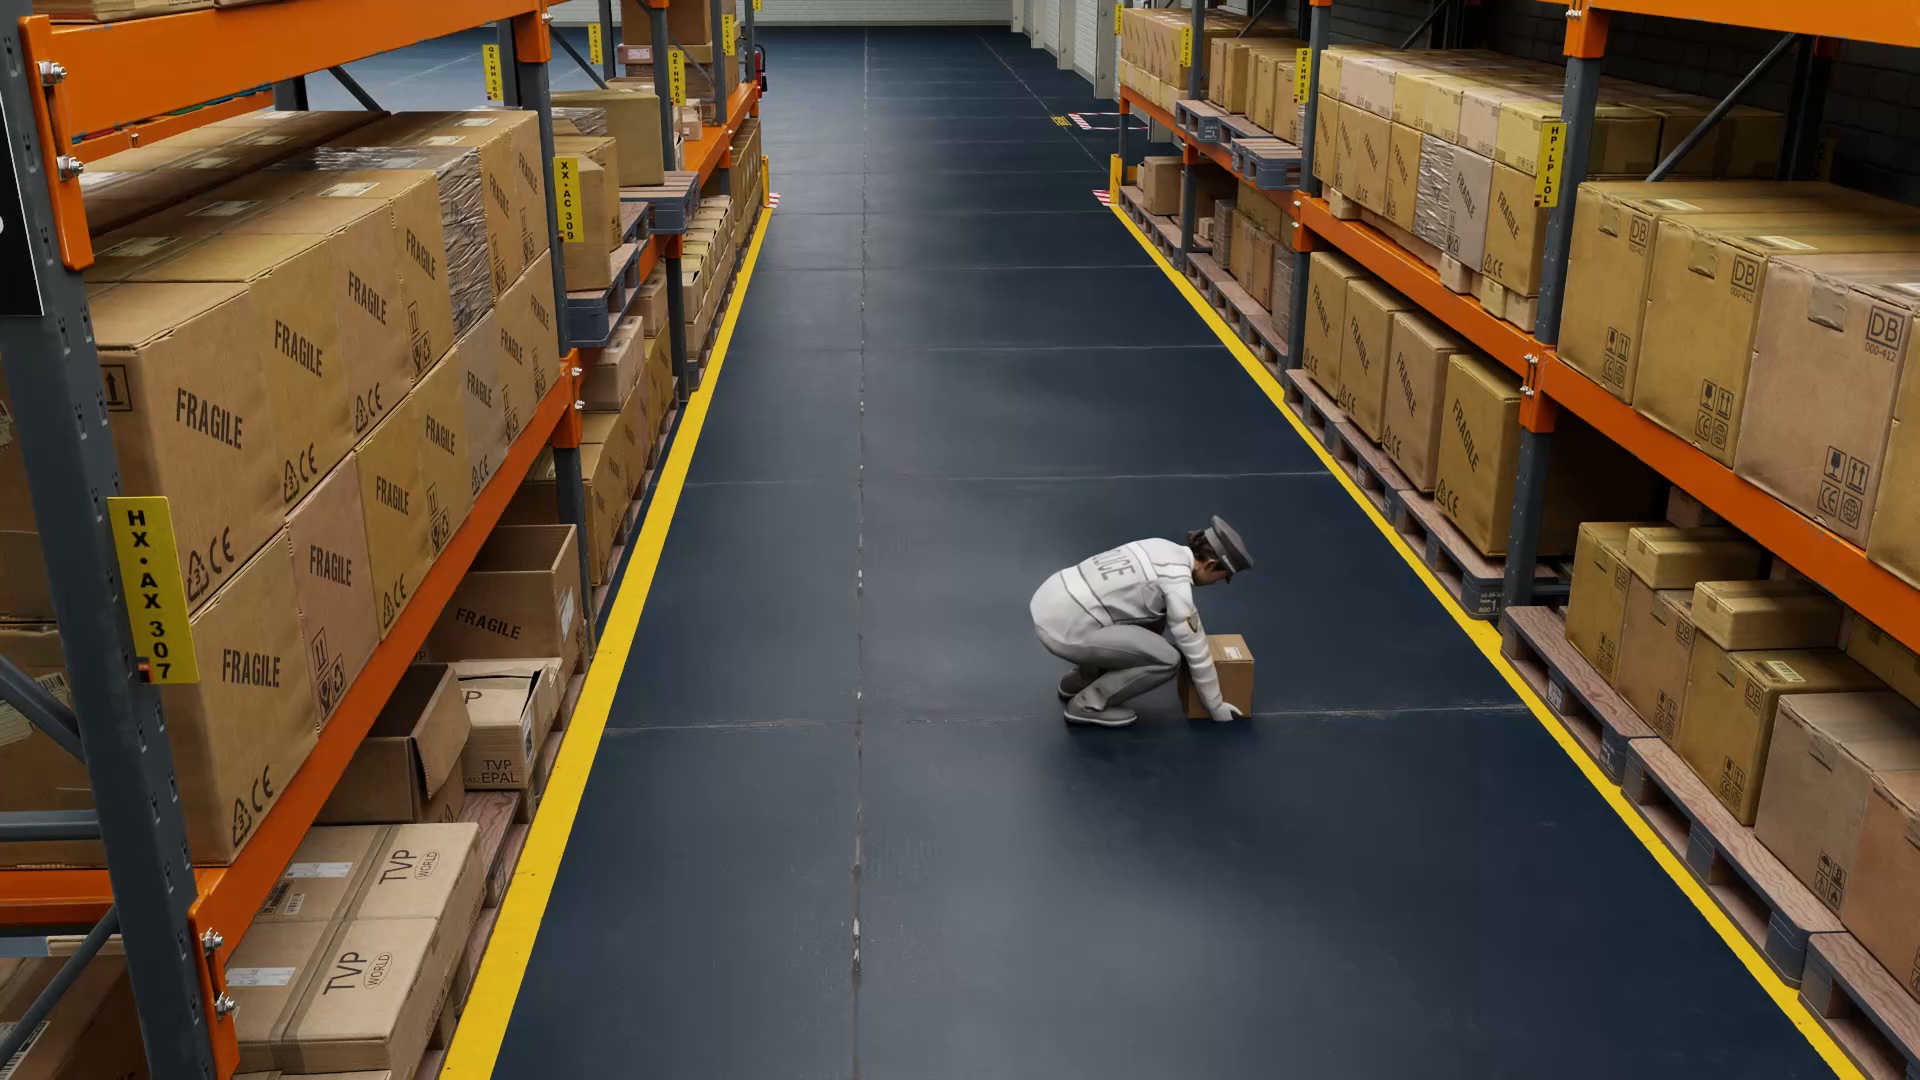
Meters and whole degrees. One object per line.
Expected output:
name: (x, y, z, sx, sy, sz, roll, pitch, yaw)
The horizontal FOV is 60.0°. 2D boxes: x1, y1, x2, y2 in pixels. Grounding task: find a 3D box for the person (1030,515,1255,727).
person: (0.718, 0.338, 6.545, 0.886, 0.853, 0.473, -1, 21, -4)
